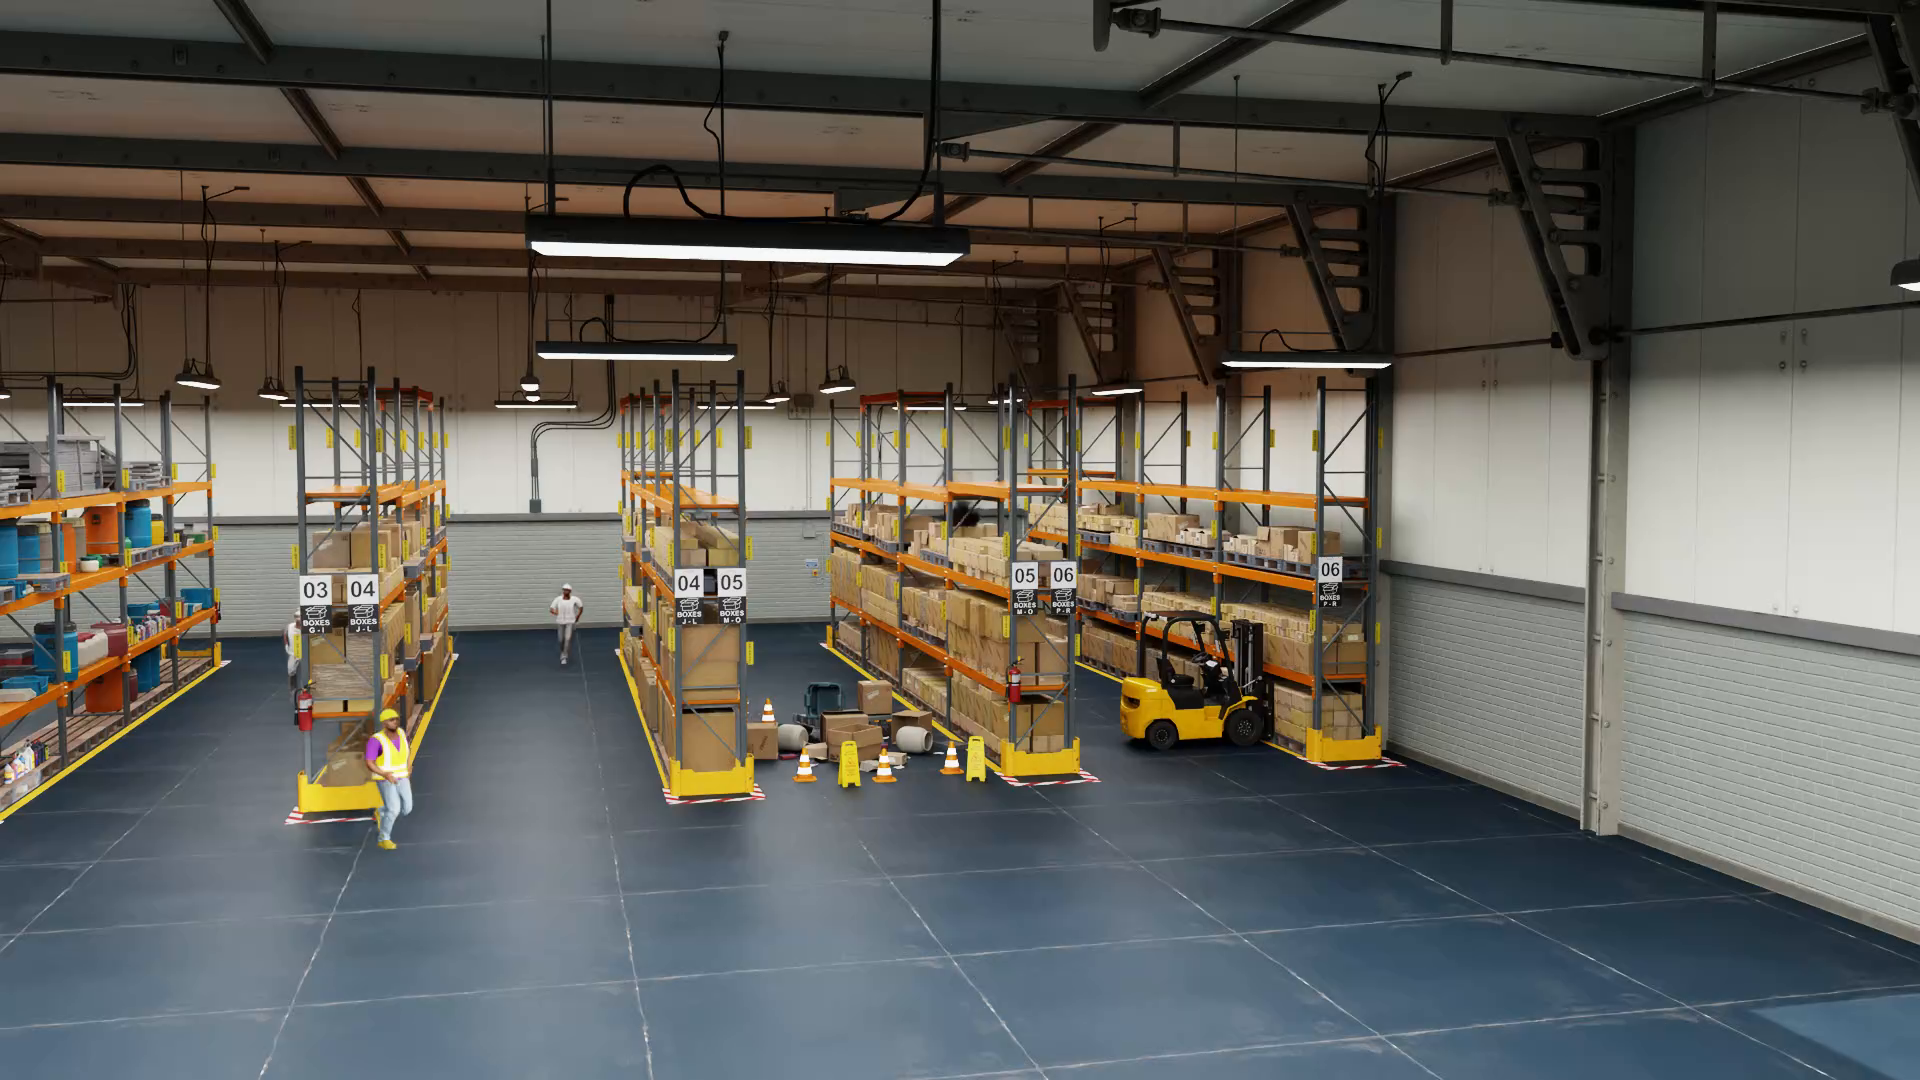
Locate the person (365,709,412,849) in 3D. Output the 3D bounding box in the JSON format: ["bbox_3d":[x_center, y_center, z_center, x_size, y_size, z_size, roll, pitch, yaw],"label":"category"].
[{"bbox_3d":[-7.009,2.927,20.475,0.661,1.721,0.716,2,4,32],"label":"person"}]

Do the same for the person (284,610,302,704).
[{"bbox_3d":[-12.619,2.231,31.853,0.667,1.802,0.752,-1,4,-14],"label":"person"}]

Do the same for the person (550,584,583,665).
[{"bbox_3d":[-8.872,1.881,37.383,0.716,1.781,0.874,0,3,-1],"label":"person"}]
